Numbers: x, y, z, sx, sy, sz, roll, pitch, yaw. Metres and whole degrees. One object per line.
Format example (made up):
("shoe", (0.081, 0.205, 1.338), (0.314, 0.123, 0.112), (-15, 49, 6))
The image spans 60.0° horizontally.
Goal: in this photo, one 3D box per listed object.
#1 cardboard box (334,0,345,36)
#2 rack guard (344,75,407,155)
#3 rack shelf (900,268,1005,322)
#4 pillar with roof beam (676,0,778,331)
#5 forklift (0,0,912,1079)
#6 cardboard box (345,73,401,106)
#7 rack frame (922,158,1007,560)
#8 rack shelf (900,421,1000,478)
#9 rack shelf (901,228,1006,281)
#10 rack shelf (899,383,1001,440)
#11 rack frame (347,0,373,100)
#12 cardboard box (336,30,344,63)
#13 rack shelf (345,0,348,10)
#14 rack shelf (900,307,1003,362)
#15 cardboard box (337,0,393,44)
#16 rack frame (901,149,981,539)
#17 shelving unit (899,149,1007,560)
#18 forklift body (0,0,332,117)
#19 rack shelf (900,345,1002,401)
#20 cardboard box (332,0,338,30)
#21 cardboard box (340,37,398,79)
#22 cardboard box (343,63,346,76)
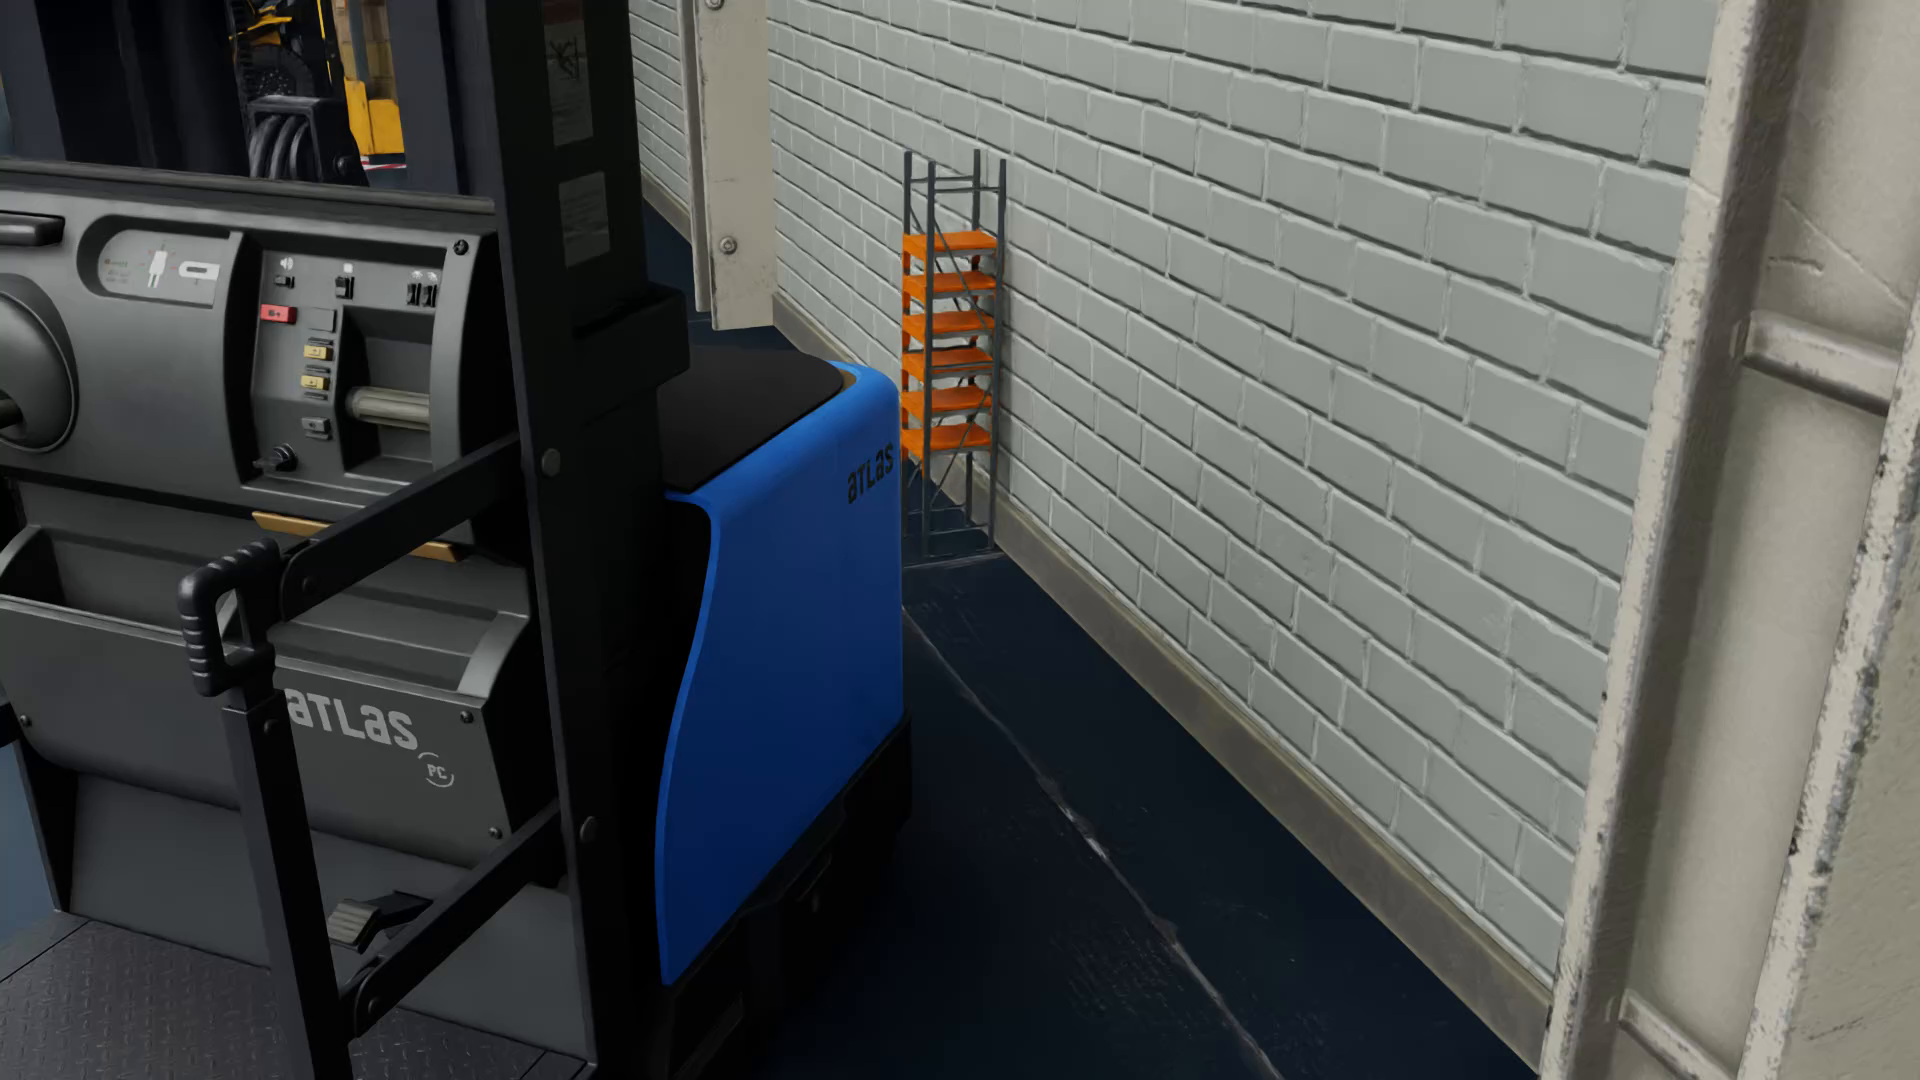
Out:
("cardboard box", (-4.386, -3.918, 12.395), (0.500, 0.250, 0.500), (-8, 24, -18))
("rack guard", (-3.738, -3.061, 11.868), (1.175, 0.500, 0.348), (-8, 24, -19))
("rack shelf", (-0.023, -0.726, 4.913), (0.258, 0.103, 0.180), (-8, 24, -22))
("pillar with roof beam", (-5.057, -4.592, 4.558), (9.100, 9.000, 0.400), (-8, 24, -19))
("forklift", (-1.114, -0.242, 2.050), (1.130, 2.935, 3.031), (9, 24, 20))
("cardboard box", (-4.208, -3.275, 12.158), (0.500, 0.250, 0.500), (-8, 24, -19))
("rack frame", (0.008, -0.513, 4.908), (0.240, 1.200, 0.006), (-8, 24, -22))
("rack shelf", (-0.034, -0.281, 5.091), (0.258, 0.103, 0.180), (-8, 24, -22))
("rack shelf", (-0.020, -0.838, 4.869), (0.258, 0.103, 0.180), (-8, 24, -22))
("rack shelf", (-0.031, -0.392, 5.047), (0.258, 0.103, 0.180), (-8, 24, -22))
("rack frame", (-3.746, -4.221, 11.403), (1.000, 3.000, 0.127), (-8, 24, -19))
("cardboard box", (-4.580, -3.881, 12.951), (0.500, 0.250, 0.500), (-9, 24, -20))
("rack shelf", (-4.453, -4.616, 13.267), (1.077, 0.370, 4.000), (-8, 24, -19))
("rack shelf", (-0.026, -0.615, 4.958), (0.258, 0.103, 0.180), (-8, 24, -22))
("cardboard box", (-4.201, -3.733, 11.957), (0.500, 0.250, 0.500), (-8, 24, -17))
("rack frame", (-0.063, -0.577, 5.064), (0.240, 1.200, 0.006), (-8, 24, -22))
("shelving unit", (-0.028, -0.545, 4.986), (0.258, 1.200, 0.189), (-8, 24, -22))
("forklift body", (-6.123, -4.269, 12.609), (2.313, 2.155, 1.214), (-8, 24, -19))
("rack shelf", (-0.029, -0.504, 5.002), (0.258, 0.103, 0.180), (-8, 24, -22))
("cardboard box", (-4.574, -4.100, 12.827), (0.500, 0.250, 0.500), (-8, 24, -18))
("cardboard box", (-4.211, -3.512, 12.077), (0.500, 0.250, 0.500), (-9, 24, -20))
("cardboard box", (-4.747, -3.826, 13.464), (0.500, 0.250, 0.500), (-8, 24, -17))
